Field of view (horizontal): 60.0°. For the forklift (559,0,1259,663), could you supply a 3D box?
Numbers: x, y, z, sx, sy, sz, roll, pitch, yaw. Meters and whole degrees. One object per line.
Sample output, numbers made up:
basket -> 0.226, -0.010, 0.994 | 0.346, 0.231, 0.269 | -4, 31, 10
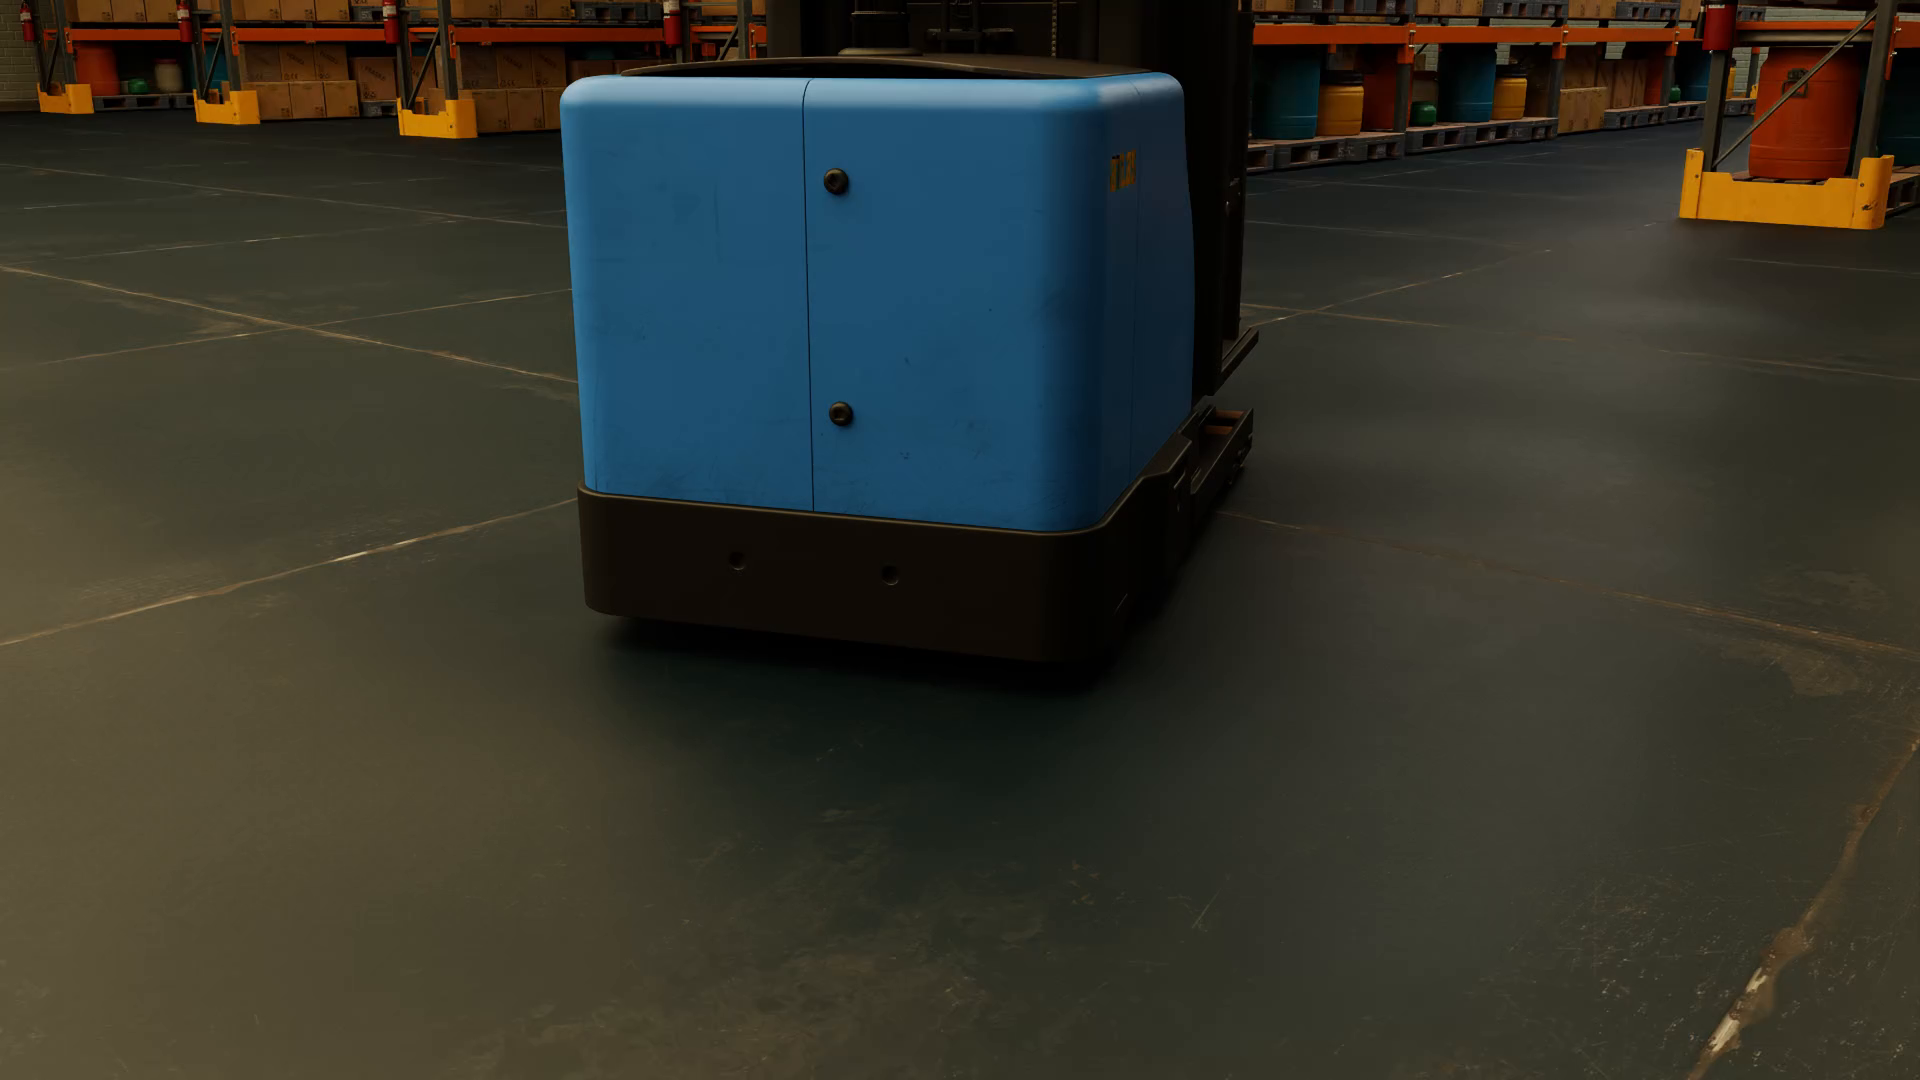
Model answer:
forklift -> 0.182, -1.571, 4.072 | 1.130, 2.935, 3.031 | 5, 18, 17
